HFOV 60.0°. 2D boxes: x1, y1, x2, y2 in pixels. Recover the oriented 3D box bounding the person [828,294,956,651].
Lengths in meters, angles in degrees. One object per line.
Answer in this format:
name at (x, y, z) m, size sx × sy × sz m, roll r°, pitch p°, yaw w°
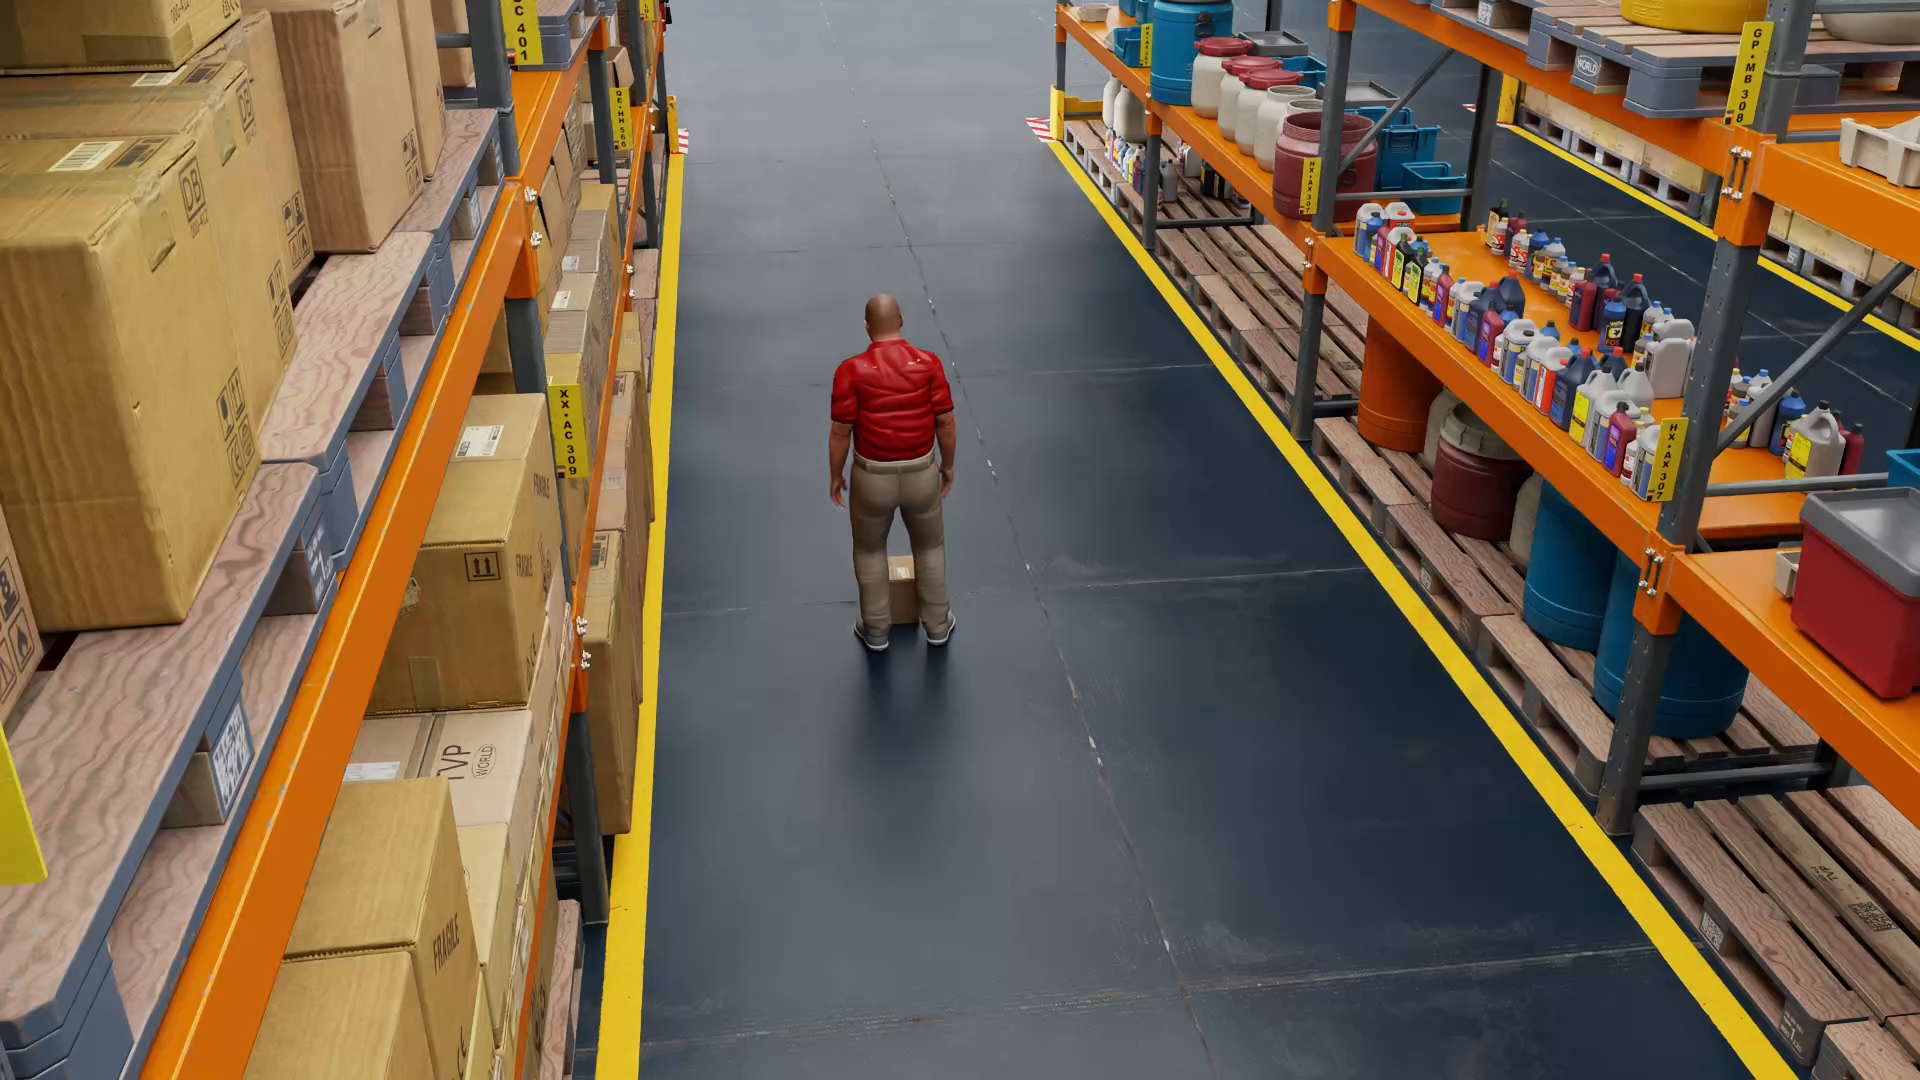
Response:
person at (-0.305, -0.295, 7.711) m, size 0.606 × 1.728 × 0.386 m, roll -5°, pitch 27°, yaw -10°
